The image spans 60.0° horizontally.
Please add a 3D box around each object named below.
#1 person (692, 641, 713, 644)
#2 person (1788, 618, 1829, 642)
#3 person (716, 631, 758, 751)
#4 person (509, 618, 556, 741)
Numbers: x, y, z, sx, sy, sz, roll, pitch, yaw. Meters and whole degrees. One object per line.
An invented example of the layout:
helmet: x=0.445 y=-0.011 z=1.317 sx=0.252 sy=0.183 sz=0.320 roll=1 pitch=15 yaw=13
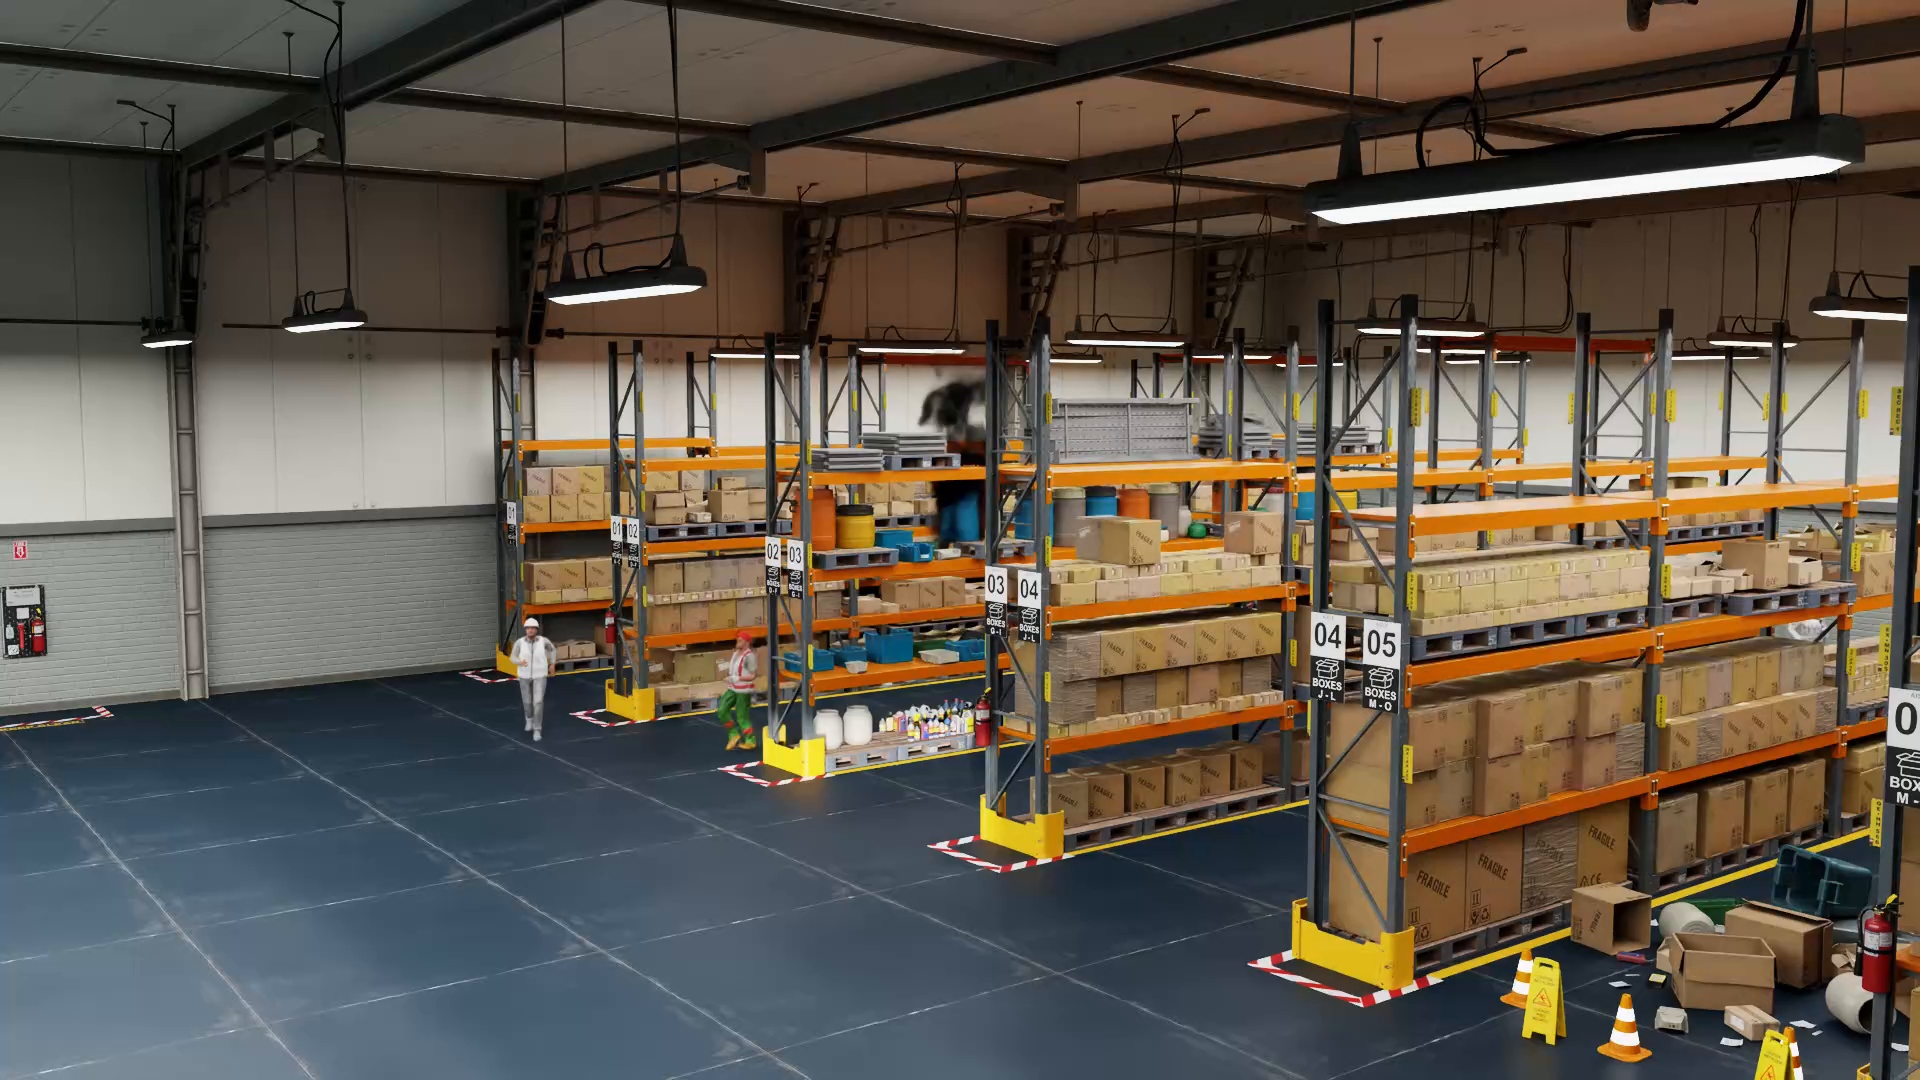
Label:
person: x=-4.464 y=1.702 z=29.349 sx=0.656 sy=1.824 sz=0.744 roll=5 pitch=7 yaw=43
person: x=14.749 y=1.821 z=28.786 sx=0.621 sy=1.656 sz=0.604 roll=-1 pitch=5 yaw=-7
person: x=-3.180 y=2.184 z=23.982 sx=0.625 sy=1.769 sz=0.638 roll=-5 pitch=7 yaw=-44
person: x=-6.440 y=2.082 z=25.092 sx=0.674 sy=1.828 sz=0.804 roll=-1 pitch=5 yaw=-9
